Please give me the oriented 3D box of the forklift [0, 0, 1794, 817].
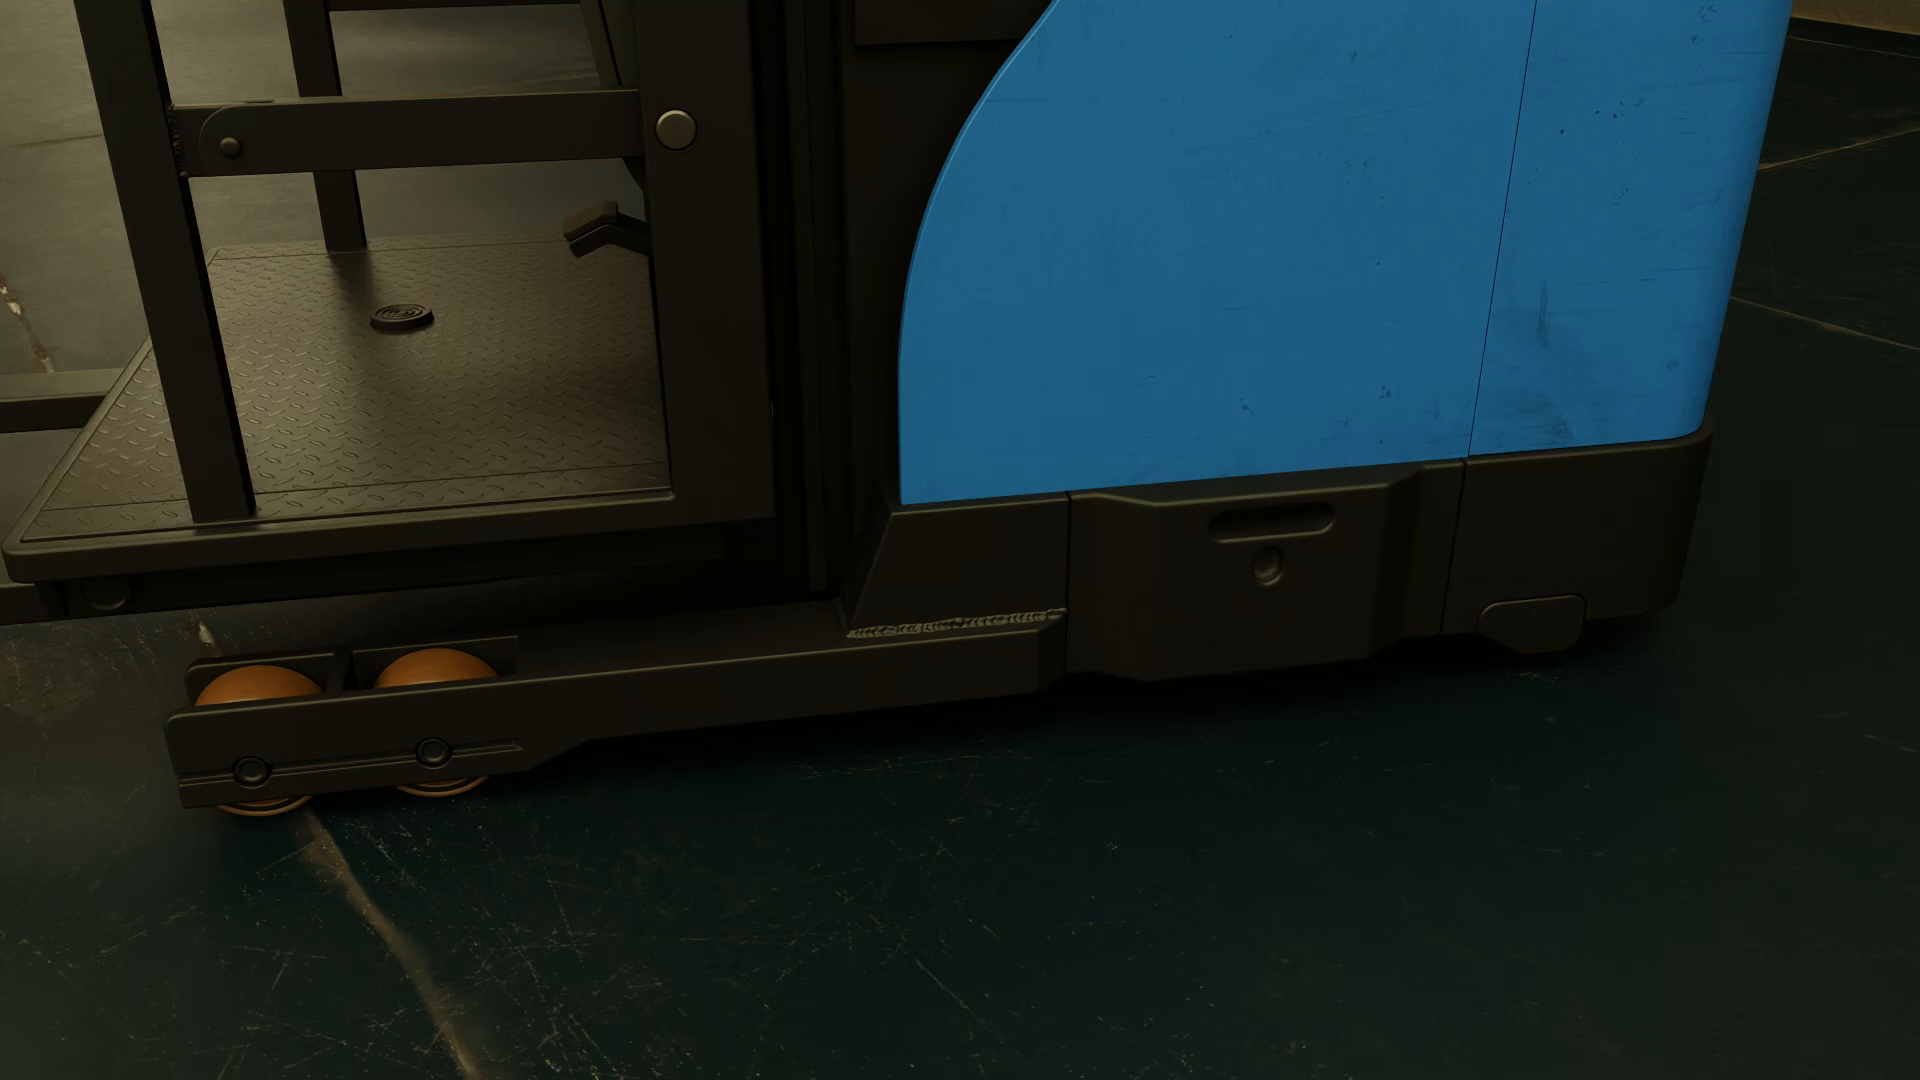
[{"bbox_3d":[-0.610,-1.256,1.735,3.031,2.935,1.130,-5,27,-10],"label":"forklift"}]
